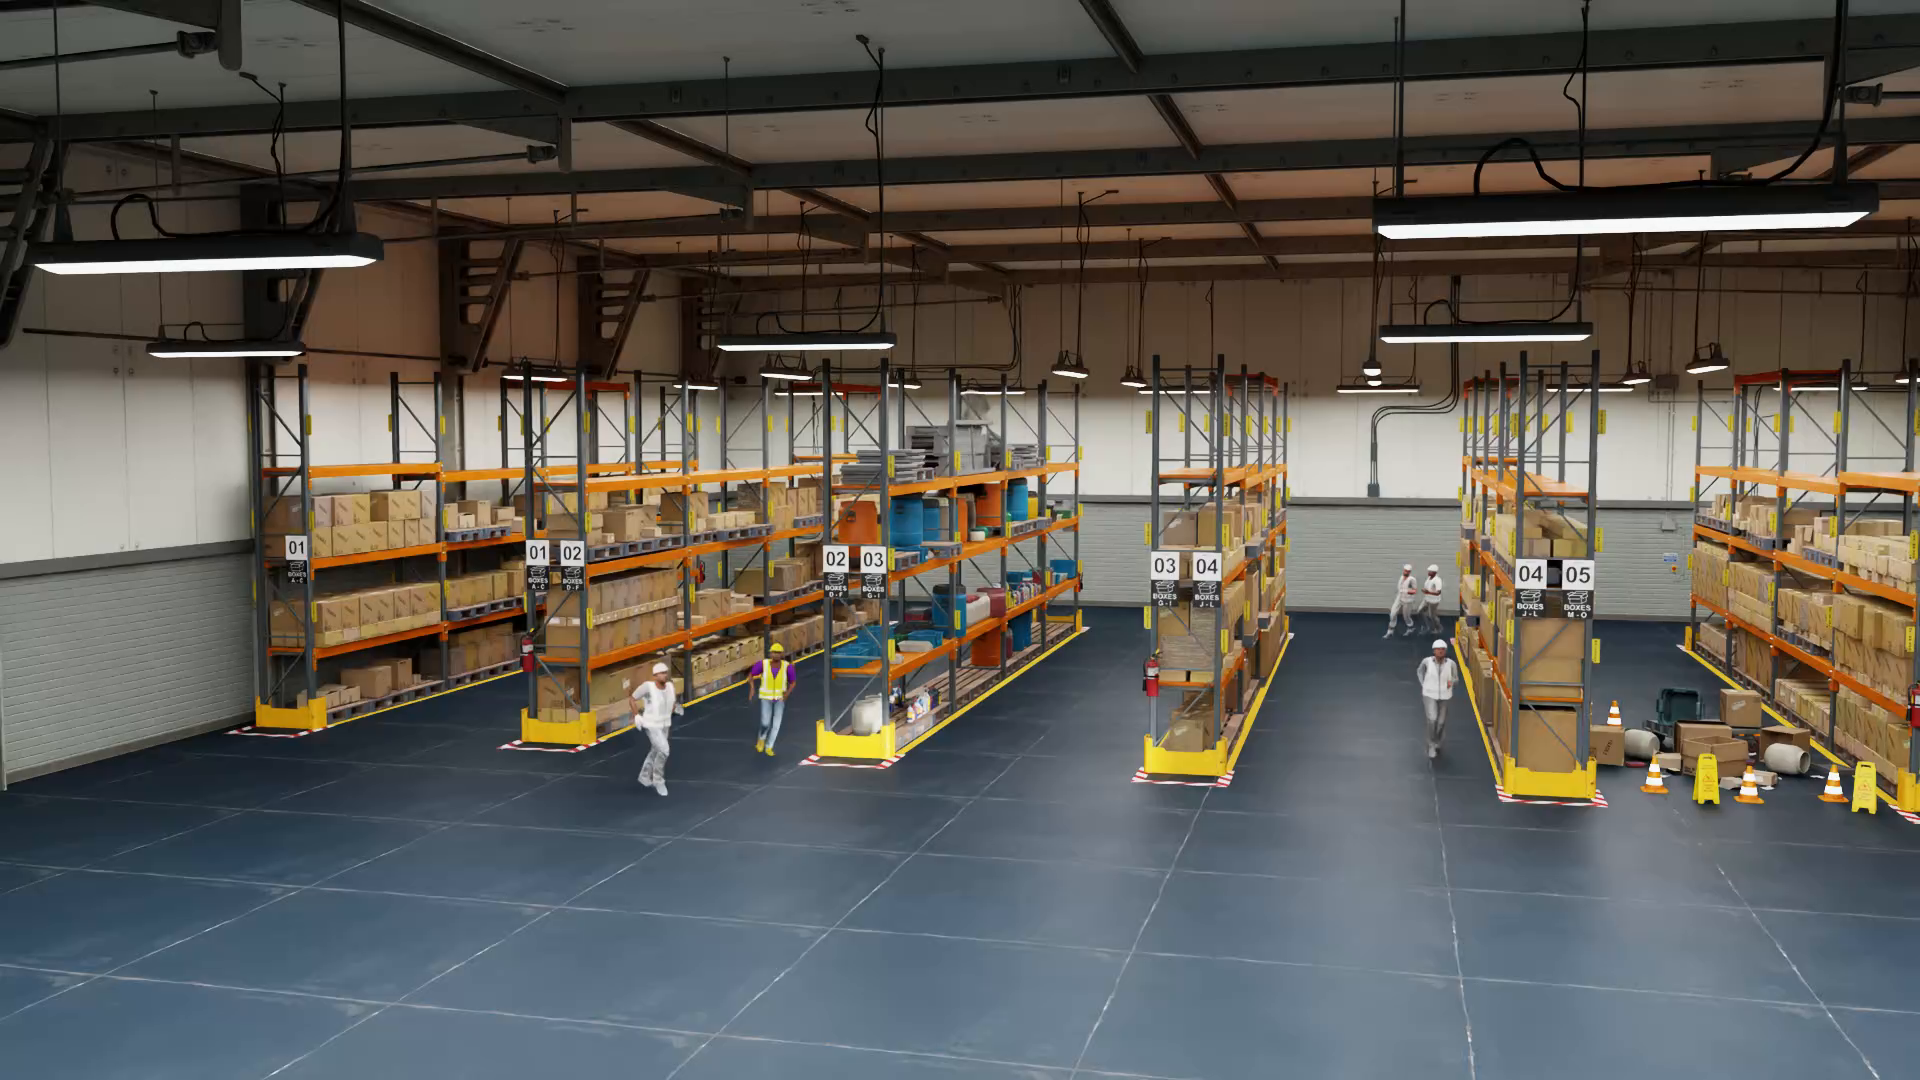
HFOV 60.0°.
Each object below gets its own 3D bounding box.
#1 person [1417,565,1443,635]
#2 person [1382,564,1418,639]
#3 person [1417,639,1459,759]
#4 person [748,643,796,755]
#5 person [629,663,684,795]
[{"bbox_3d":[11.204,1.445,39.387,0.698,1.746,0.802,-1,4,-12],"label":"person"},{"bbox_3d":[10.399,1.435,38.745,0.959,1.753,0.681,-3,5,-36],"label":"person"},{"bbox_3d":[7.254,2.396,25.212,0.574,1.811,0.847,0,4,4],"label":"person"},{"bbox_3d":[-2.831,2.413,25.199,0.702,1.722,0.588,-1,4,-13],"label":"person"},{"bbox_3d":[-4.120,2.569,22.691,0.862,1.811,0.589,3,5,35],"label":"person"}]
